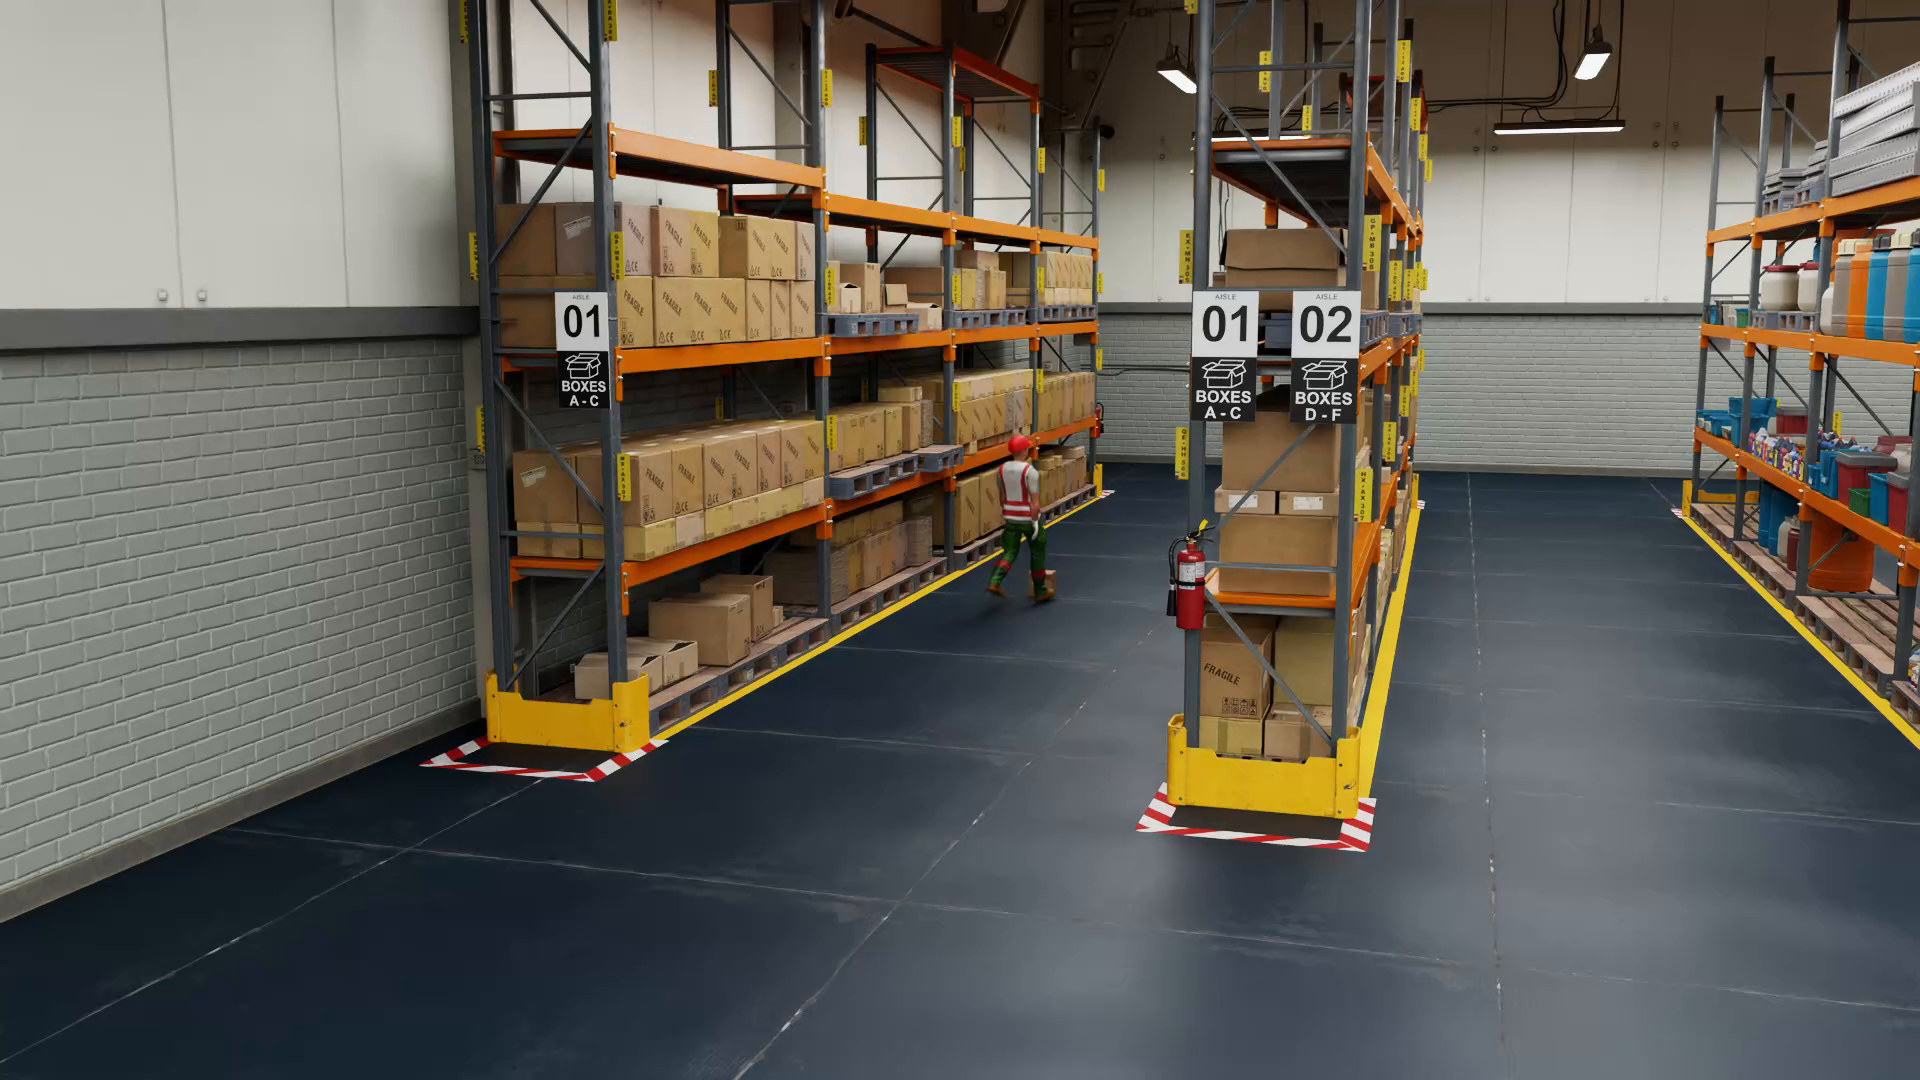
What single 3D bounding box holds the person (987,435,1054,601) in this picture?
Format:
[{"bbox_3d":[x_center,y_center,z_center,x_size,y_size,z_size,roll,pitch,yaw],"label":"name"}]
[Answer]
[{"bbox_3d":[0.647,-0.220,17.232,0.546,1.763,0.889,5,10,32],"label":"person"}]
